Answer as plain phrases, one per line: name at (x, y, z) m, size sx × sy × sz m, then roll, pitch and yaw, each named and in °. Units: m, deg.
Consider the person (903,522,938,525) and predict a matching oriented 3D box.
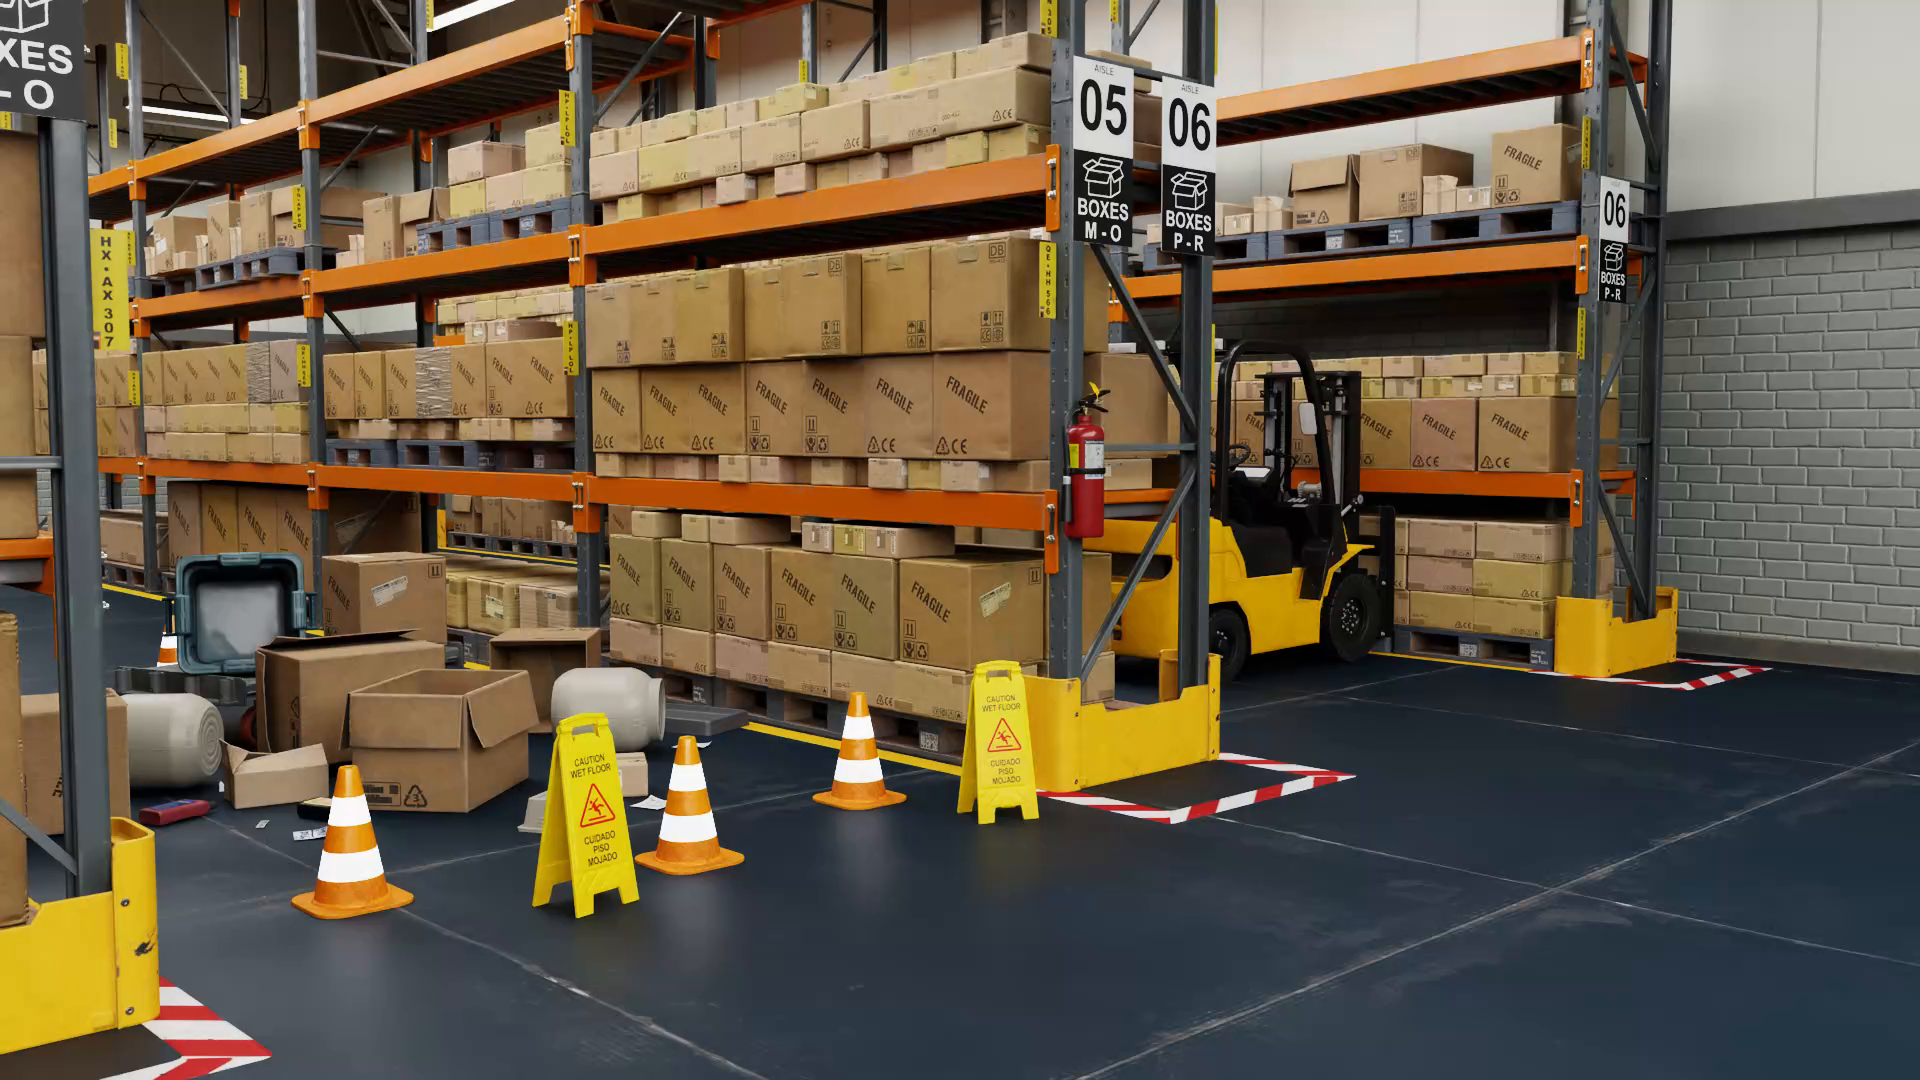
person at (-0.337, -0.095, 12.677) m, size 0.533 × 1.774 × 0.394 m, roll -4°, pitch 5°, yaw -43°
